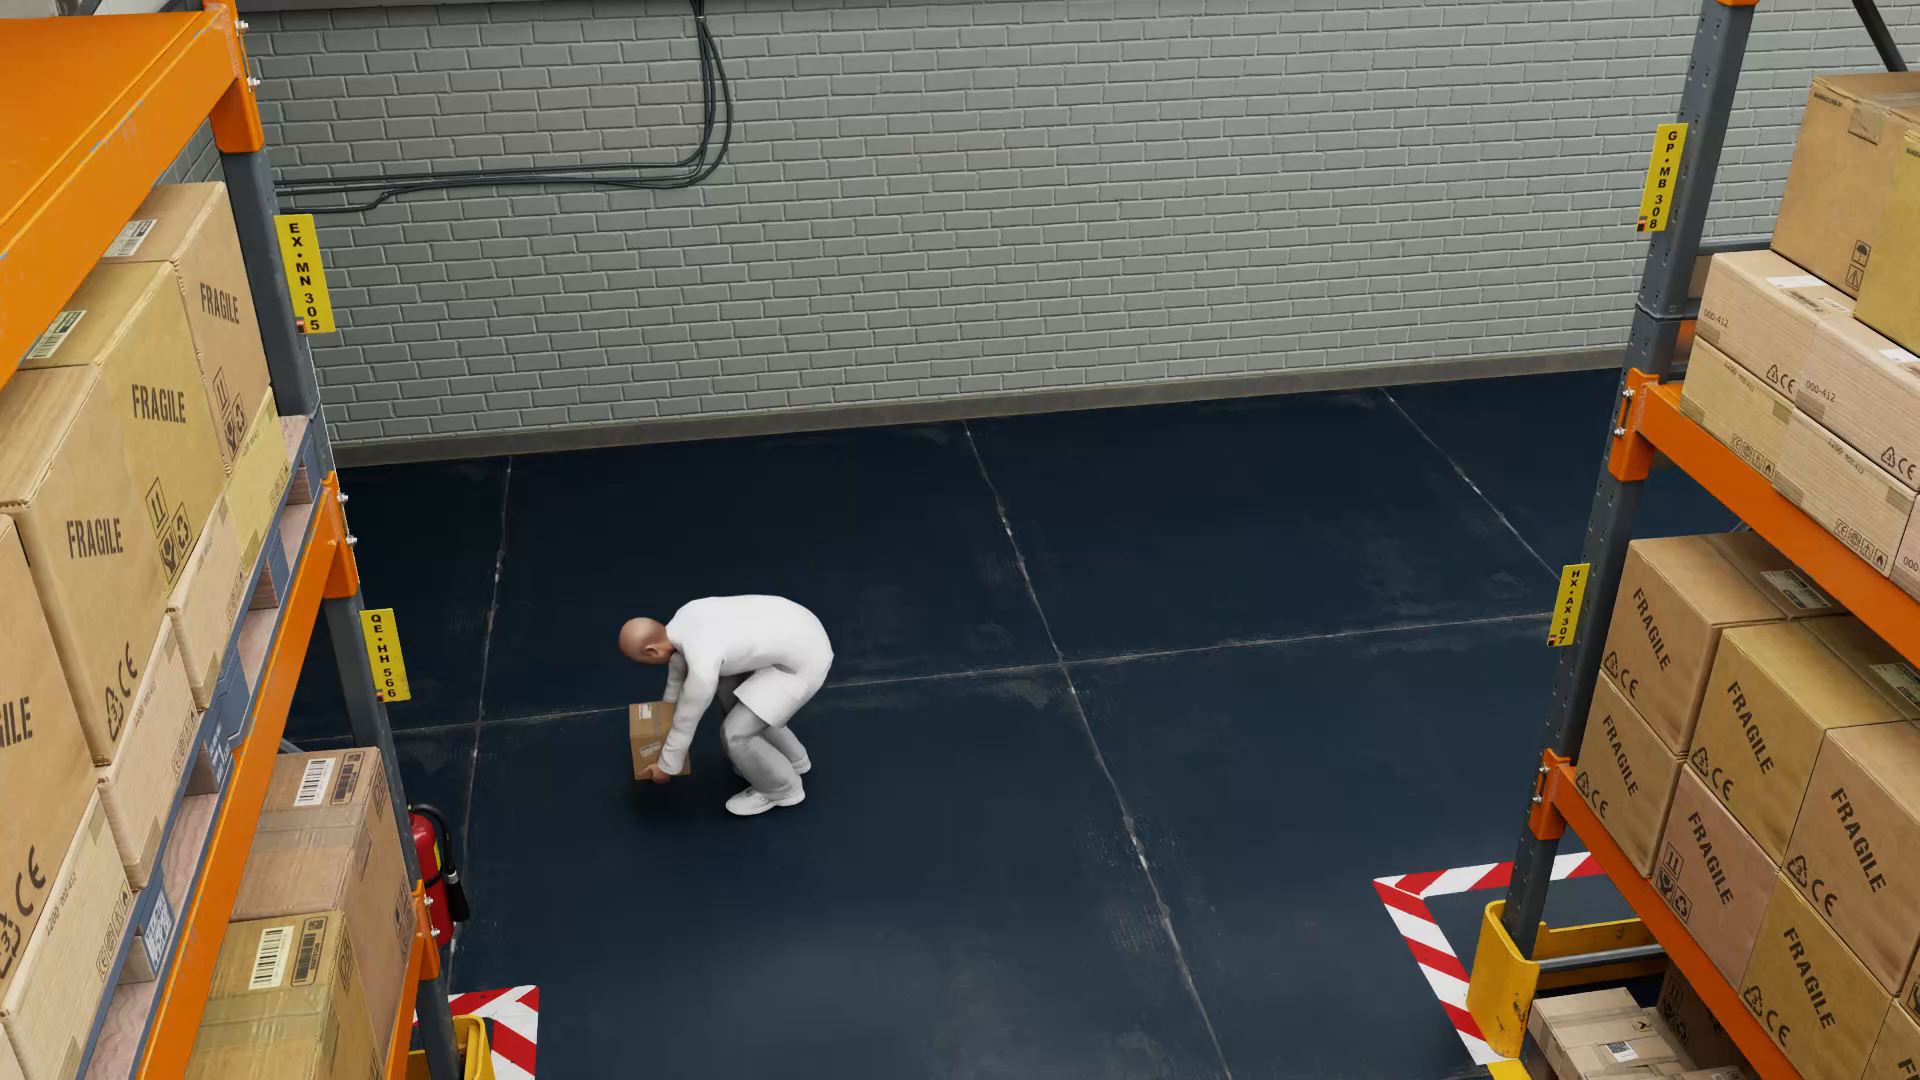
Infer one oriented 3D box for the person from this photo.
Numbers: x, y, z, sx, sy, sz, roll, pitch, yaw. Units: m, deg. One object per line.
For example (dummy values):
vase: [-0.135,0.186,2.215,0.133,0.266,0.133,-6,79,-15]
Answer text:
person: [-1.042,0.745,7.604,0.942,1.048,0.585,-7,31,-11]
